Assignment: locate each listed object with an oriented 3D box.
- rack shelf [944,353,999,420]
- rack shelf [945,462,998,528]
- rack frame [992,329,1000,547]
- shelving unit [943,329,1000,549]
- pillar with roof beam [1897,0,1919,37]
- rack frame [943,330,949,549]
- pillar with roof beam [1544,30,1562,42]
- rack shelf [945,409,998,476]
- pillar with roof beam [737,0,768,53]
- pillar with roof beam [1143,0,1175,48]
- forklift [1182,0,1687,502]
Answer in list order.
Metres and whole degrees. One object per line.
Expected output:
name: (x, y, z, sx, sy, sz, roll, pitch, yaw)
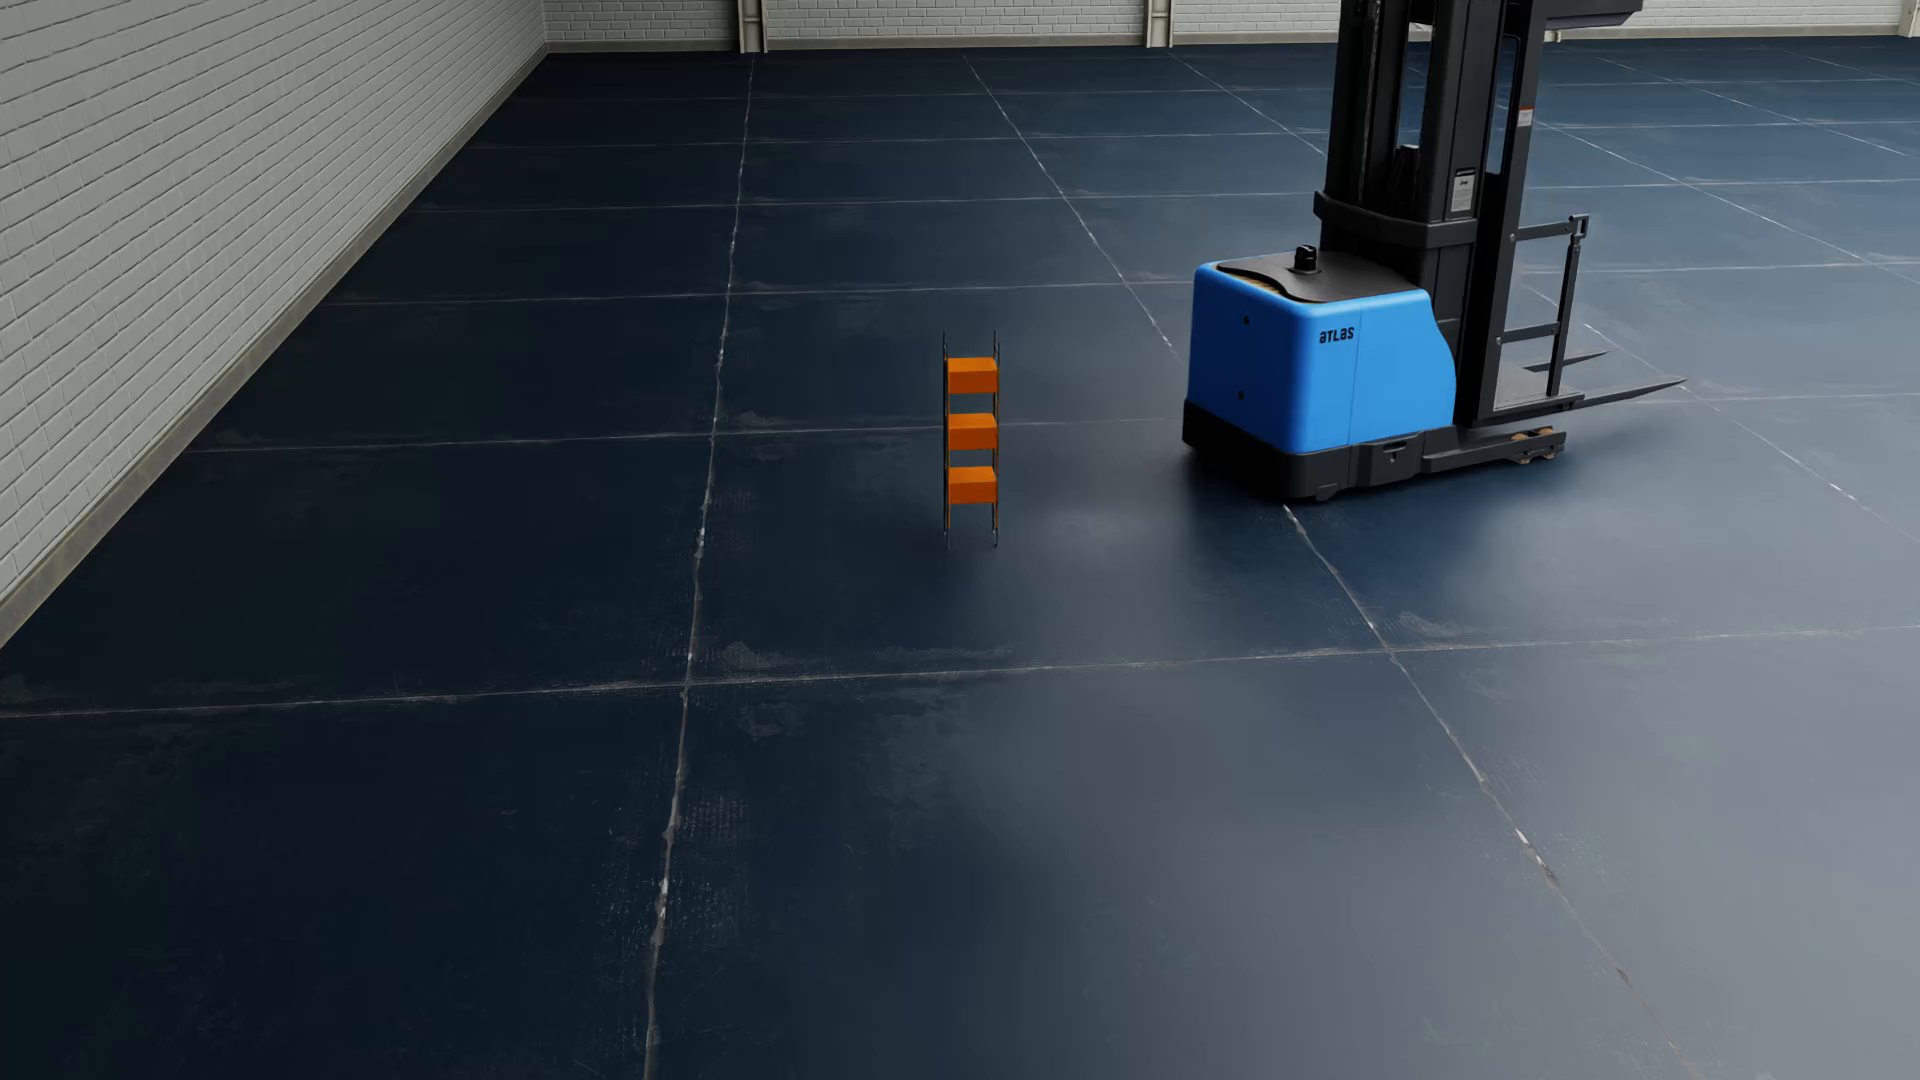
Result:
rack shelf: (0.053, -0.732, 7.931, 0.240, 0.259, 0.215, -2, 24, -5)
rack shelf: (0.053, -0.218, 8.159, 0.240, 0.259, 0.215, -2, 24, -5)
rack frame: (0.175, -0.487, 8.053, 0.008, 1.050, 0.200, -2, 24, -5)
shelving unit: (0.053, -0.482, 8.042, 0.252, 1.050, 0.215, -2, 24, -5)
pillar with roof beam: (15.319, -10.245, 20.220, 0.400, 9.000, 9.100, -2, 24, -5)
rack frame: (-0.068, -0.477, 8.031, 0.008, 1.050, 0.200, -2, 24, -5)
pillar with roof beam: (9.348, -10.006, 19.682, 0.400, 9.000, 9.100, -2, 24, -5)
rack shelf: (0.053, -0.472, 8.046, 0.240, 0.259, 0.215, -2, 24, -5)
pillar with roof beam: (-2.594, -9.526, 18.604, 0.400, 9.000, 9.100, -2, 24, -5)
pillar with roof beam: (3.377, -9.766, 19.143, 0.400, 9.000, 9.100, -2, 24, -5)
forklift: (2.801, -1.937, 8.999, 3.031, 2.935, 1.130, -11, 26, -24)
